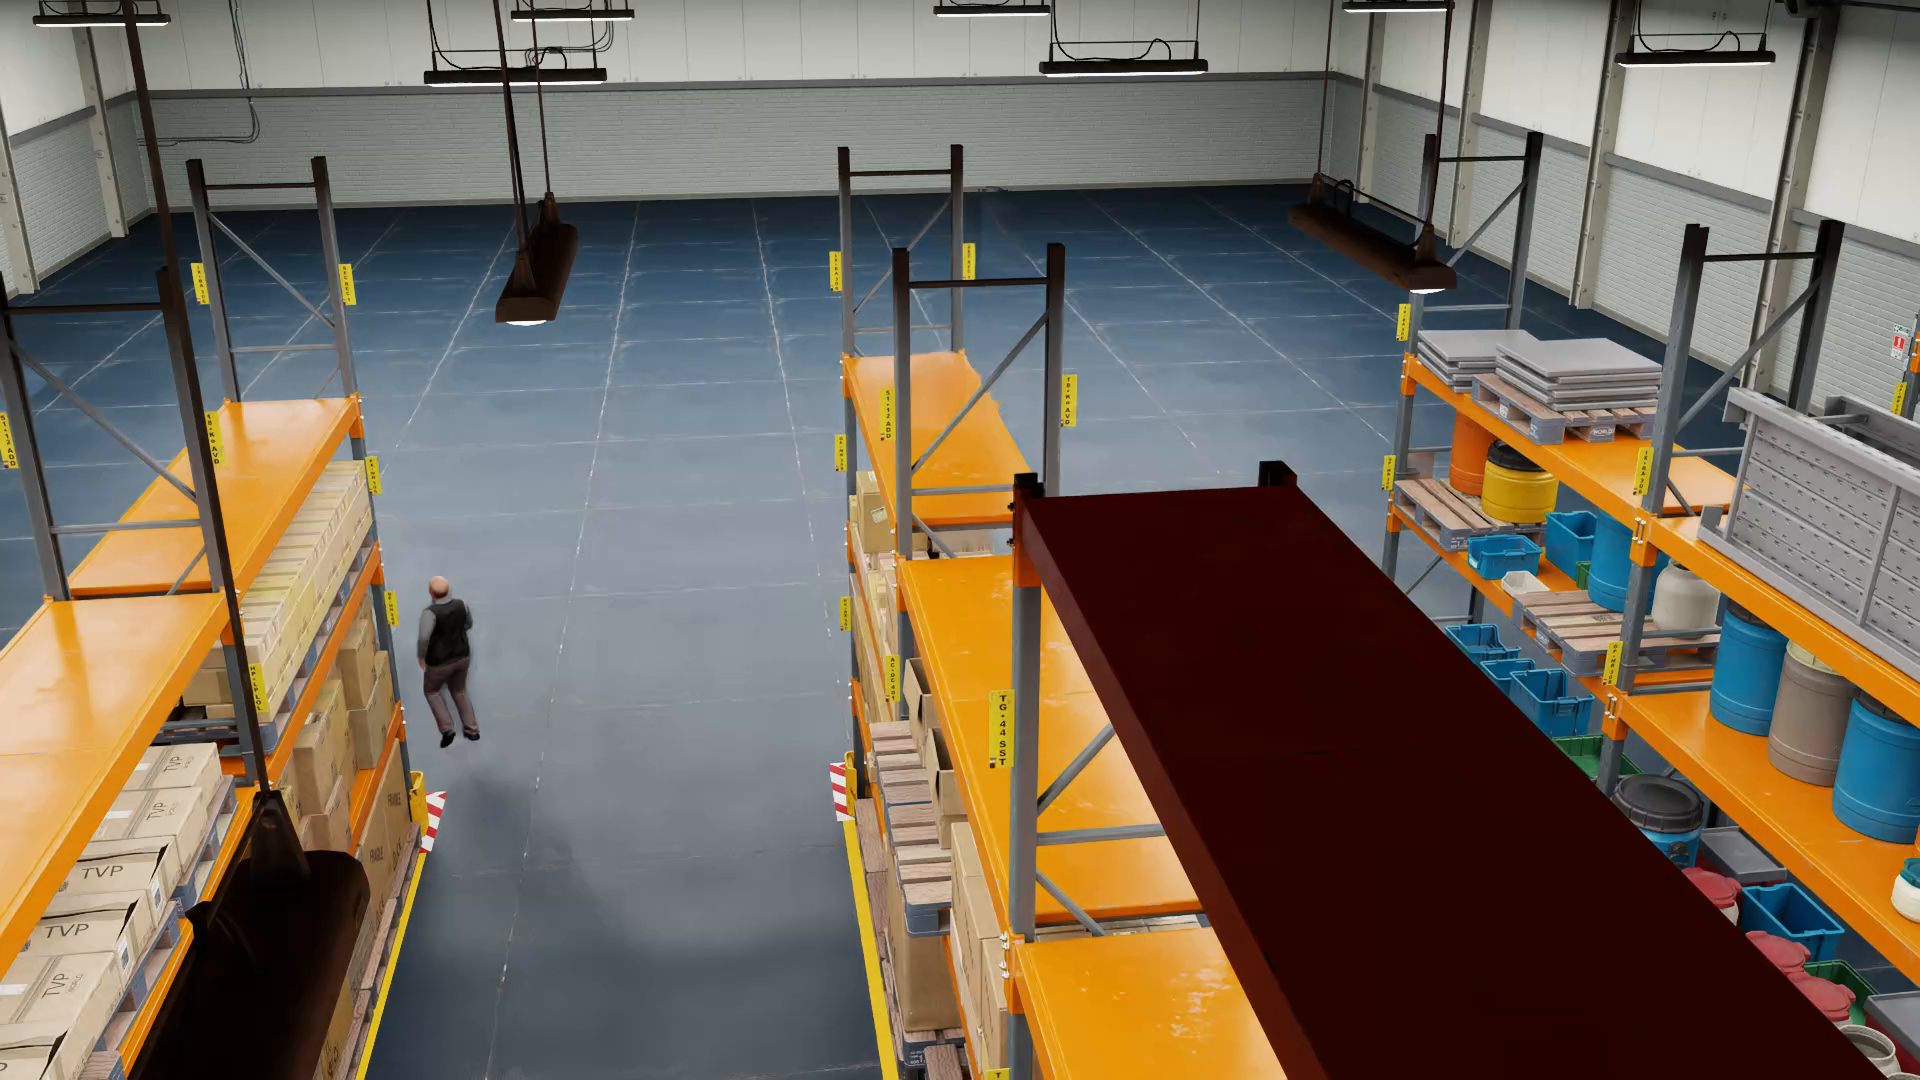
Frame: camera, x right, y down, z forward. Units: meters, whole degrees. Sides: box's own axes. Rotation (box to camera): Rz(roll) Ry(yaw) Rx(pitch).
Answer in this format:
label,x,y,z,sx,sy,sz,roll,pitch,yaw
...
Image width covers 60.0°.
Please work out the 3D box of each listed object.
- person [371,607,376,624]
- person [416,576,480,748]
label,x,y,z,sx,sy,sz,roll,pitch,yaw
person,-6.961,0.339,18.659,0.878,1.589,0.565,11,24,26
person,-4.928,1.176,15.878,0.695,1.783,0.688,20,29,40
